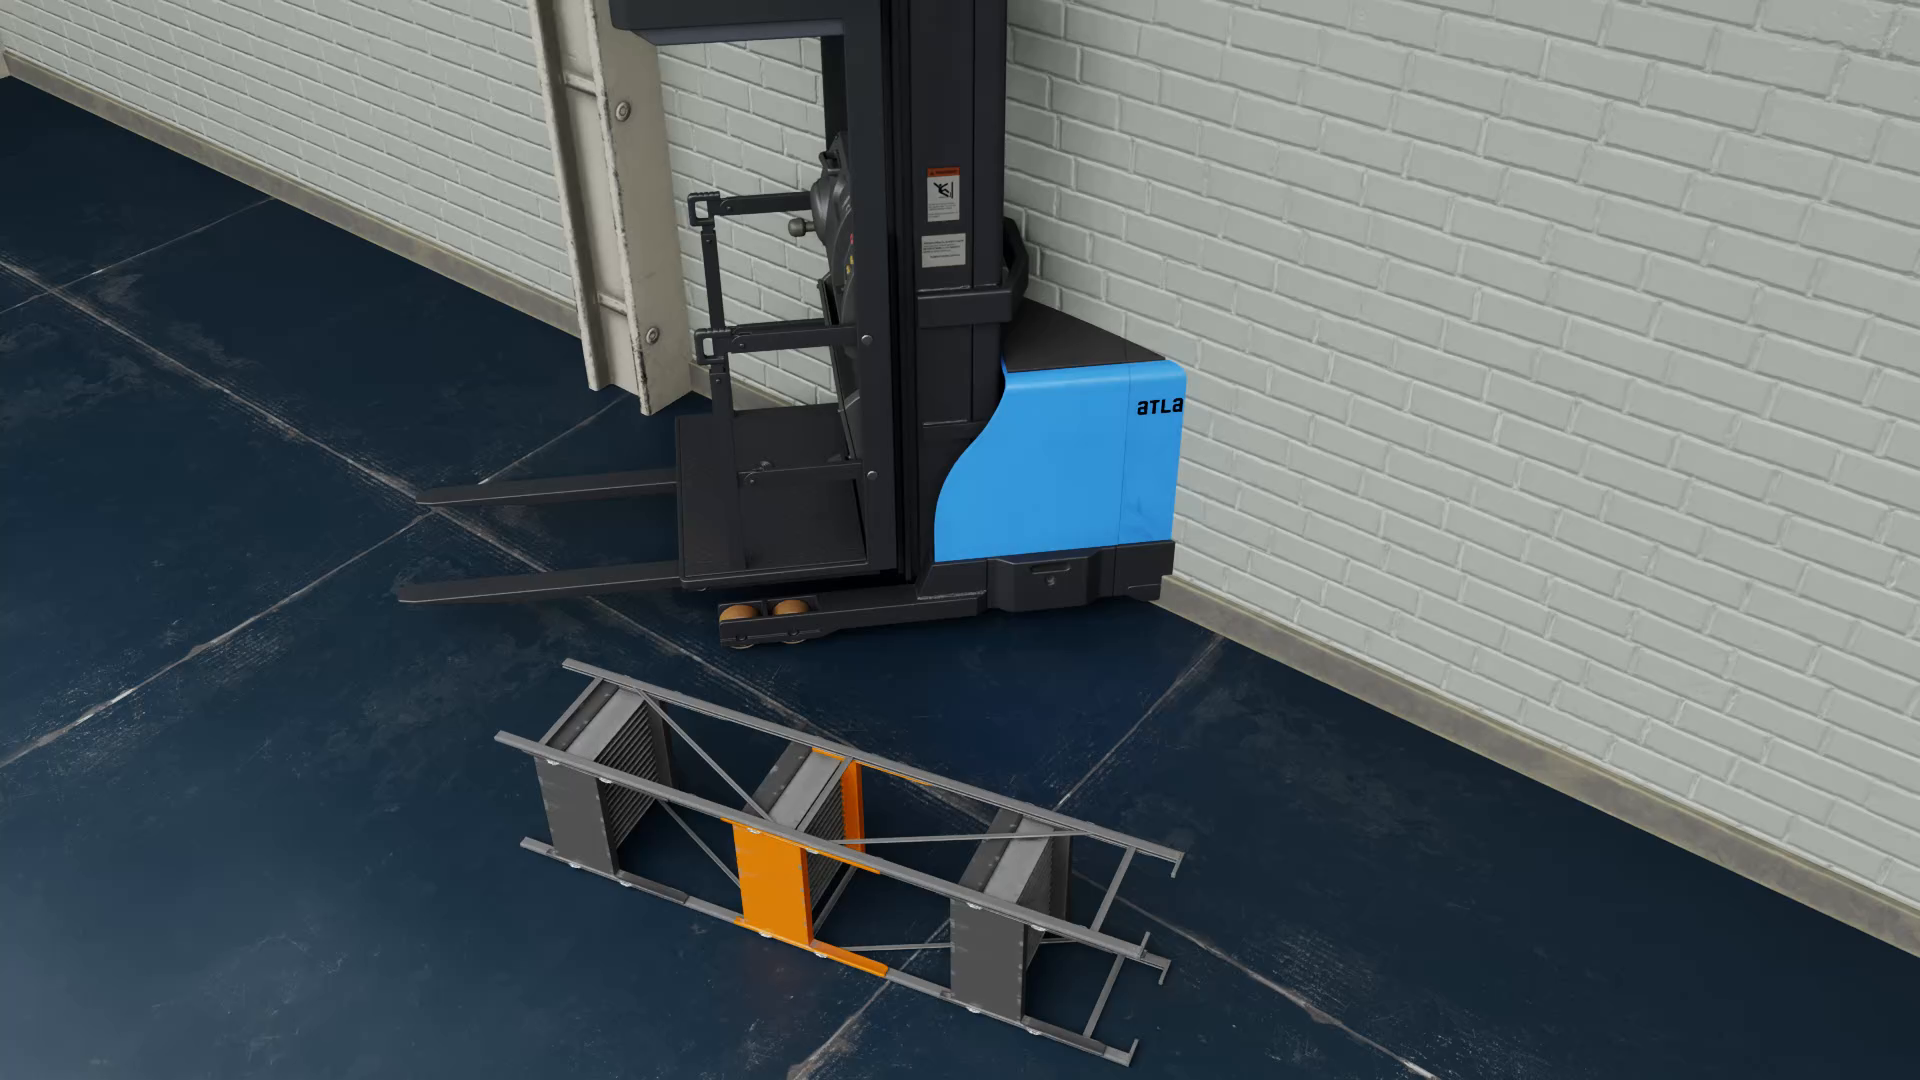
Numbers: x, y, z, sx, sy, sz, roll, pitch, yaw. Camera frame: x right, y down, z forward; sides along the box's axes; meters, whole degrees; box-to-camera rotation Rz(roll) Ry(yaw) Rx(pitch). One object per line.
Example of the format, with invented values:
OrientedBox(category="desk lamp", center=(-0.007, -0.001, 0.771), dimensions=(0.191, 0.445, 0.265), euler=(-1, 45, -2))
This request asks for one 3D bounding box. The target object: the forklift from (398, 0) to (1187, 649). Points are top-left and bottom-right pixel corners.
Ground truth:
OrientedBox(category="forklift", center=(-0.617, -1.097, 5.773), dimensions=(3.031, 2.935, 1.130), euler=(-5, 38, -7))

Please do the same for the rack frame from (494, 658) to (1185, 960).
OrientedBox(category="rack frame", center=(-0.398, 0.760, 4.965), dimensions=(2.100, 0.015, 0.400), euler=(15, 40, 18))

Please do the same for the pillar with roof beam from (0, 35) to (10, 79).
OrientedBox(category="pillar with roof beam", center=(-8.840, -4.387, 5.053), dimensions=(0.400, 9.000, 9.100), euler=(25, 45, 29))

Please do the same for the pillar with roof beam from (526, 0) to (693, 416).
OrientedBox(category="pillar with roof beam", center=(-4.074, -2.140, 2.183), dimensions=(0.400, 9.000, 9.100), euler=(25, 45, 29))

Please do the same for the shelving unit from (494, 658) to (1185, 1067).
OrientedBox(category="shelving unit", center=(-0.398, 0.952, 5.115), dimensions=(2.100, 0.503, 0.431), euler=(15, 40, 18))

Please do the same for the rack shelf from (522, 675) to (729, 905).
OrientedBox(category="rack shelf", center=(-1.028, 0.784, 5.330), dimensions=(0.518, 0.480, 0.431), euler=(15, 40, 18))

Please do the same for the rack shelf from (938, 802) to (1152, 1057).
OrientedBox(category="rack shelf", center=(0.257, 1.127, 4.892), dimensions=(0.518, 0.480, 0.431), euler=(15, 40, 18))

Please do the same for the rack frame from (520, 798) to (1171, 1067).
OrientedBox(category="rack frame", center=(-0.398, 1.144, 5.265), dimensions=(2.100, 0.015, 0.400), euler=(15, 40, 18))

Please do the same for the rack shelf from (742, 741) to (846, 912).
OrientedBox(category="rack shelf", center=(-0.511, 0.922, 5.154), dimensions=(0.174, 0.457, 0.368), euler=(15, 40, 18))
